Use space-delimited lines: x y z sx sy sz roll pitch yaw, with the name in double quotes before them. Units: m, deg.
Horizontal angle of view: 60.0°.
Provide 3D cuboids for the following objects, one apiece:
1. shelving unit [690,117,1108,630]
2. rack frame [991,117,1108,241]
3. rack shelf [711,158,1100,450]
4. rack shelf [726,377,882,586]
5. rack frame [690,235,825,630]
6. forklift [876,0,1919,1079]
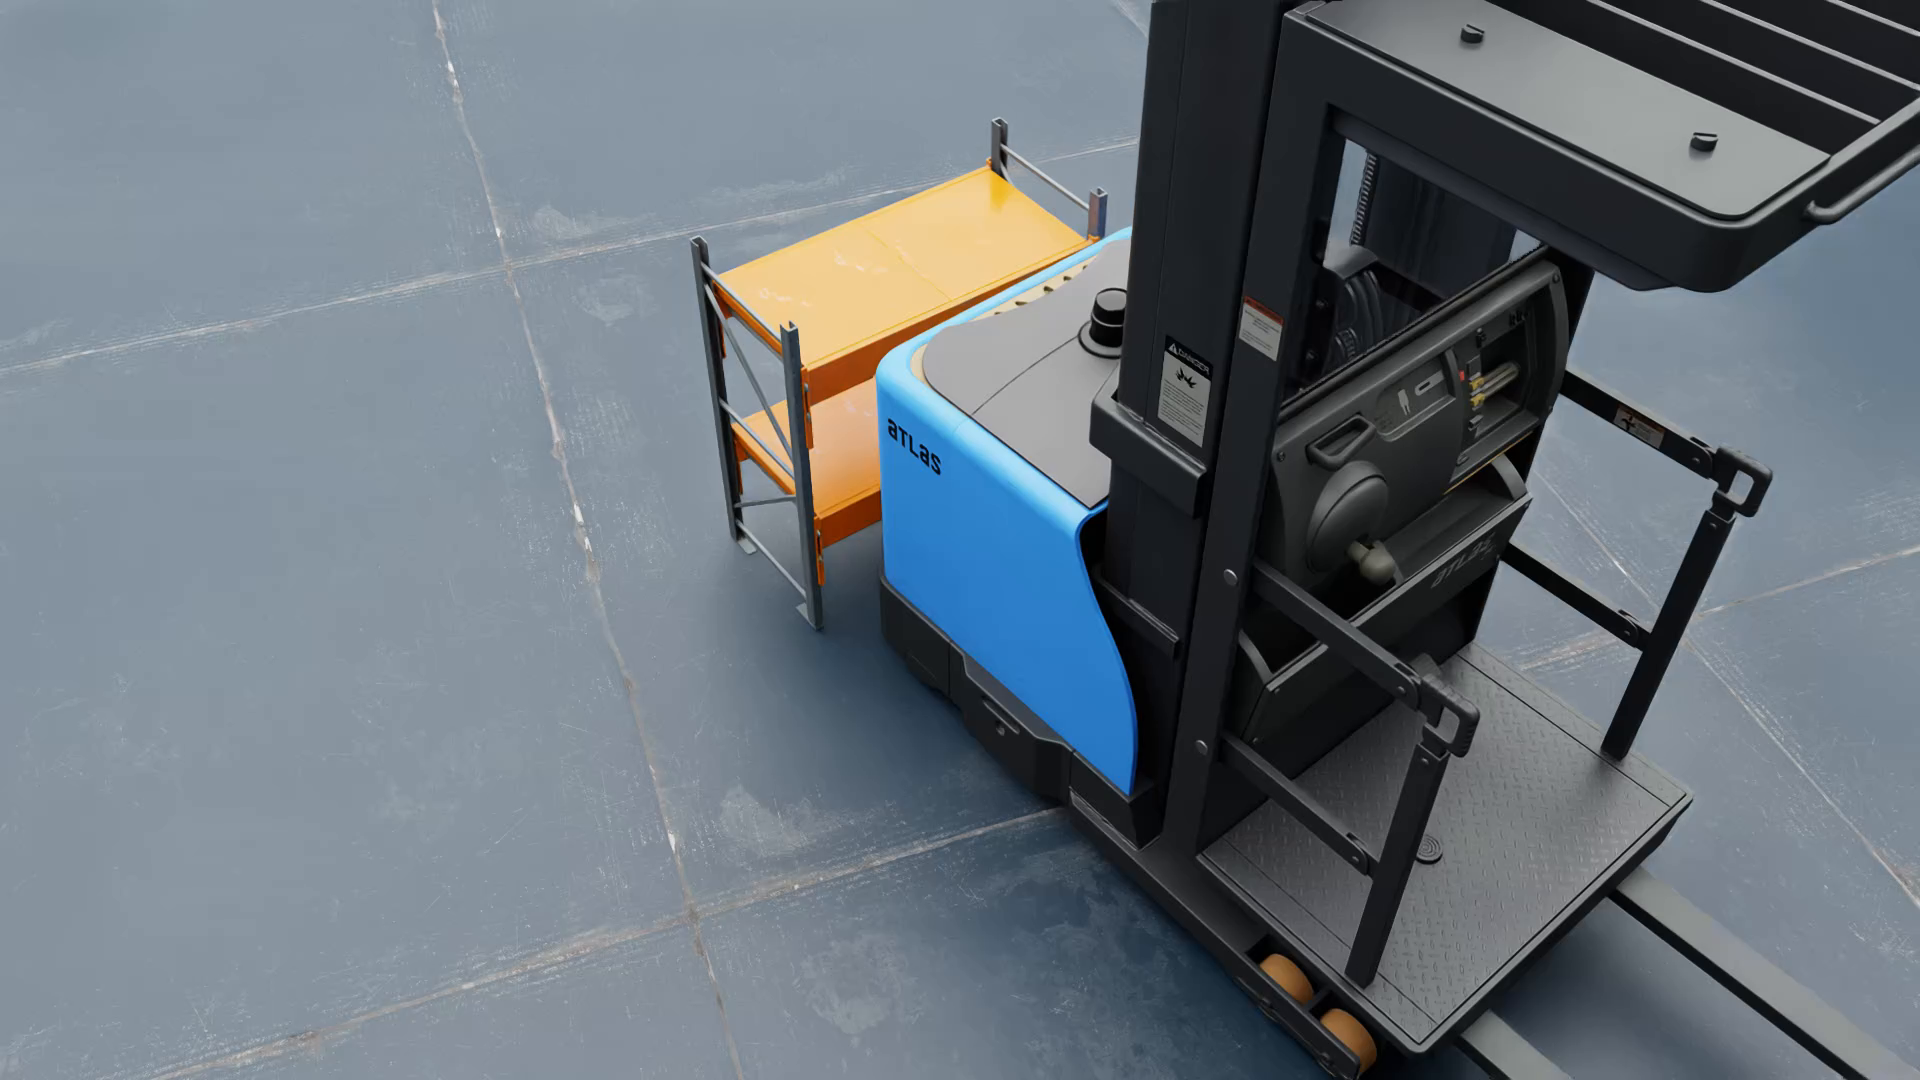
"shelving unit" -0.158 -0.489 4.943 1.048 1.125 0.538 -28 51 -25
"rack frame" 0.252 -0.702 5.156 0.032 1.125 0.500 -28 51 -25
"rack shelf" -0.158 -0.696 4.736 1.000 0.278 0.538 -28 51 -25
"rack shelf" -0.158 -0.317 5.117 1.000 0.278 0.538 -28 51 -25
"rack frame" -0.568 -0.276 4.731 0.032 1.125 0.500 -28 51 -25
"forklift" 1.106 -0.162 3.342 1.130 2.935 3.031 -31 53 -27
